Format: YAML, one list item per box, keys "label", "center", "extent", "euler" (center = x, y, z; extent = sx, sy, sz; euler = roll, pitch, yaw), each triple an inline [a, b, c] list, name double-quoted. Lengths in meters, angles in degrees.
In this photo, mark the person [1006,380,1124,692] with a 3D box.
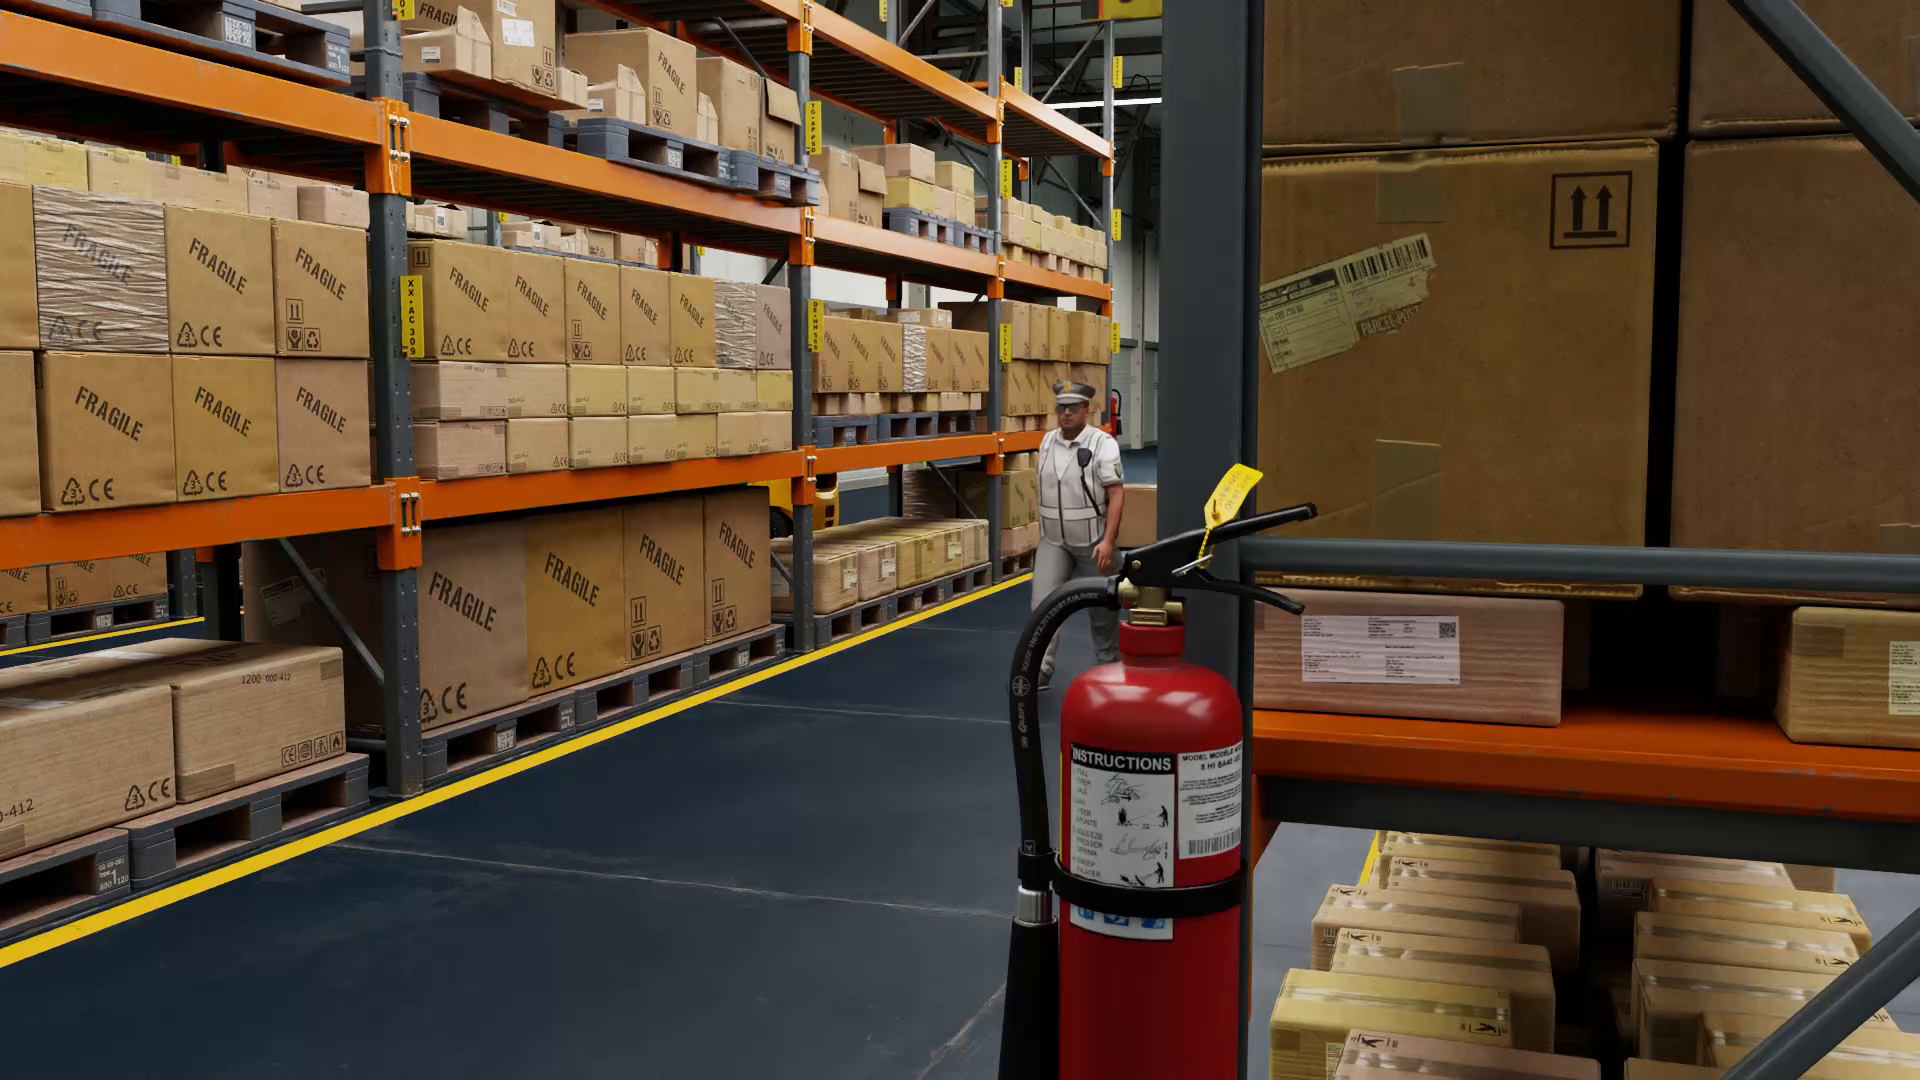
- label: "person"
  center: [0.633, -0.033, 9.178]
  extent: [0.570, 1.692, 1.042]
  euler: [2, 6, 25]
